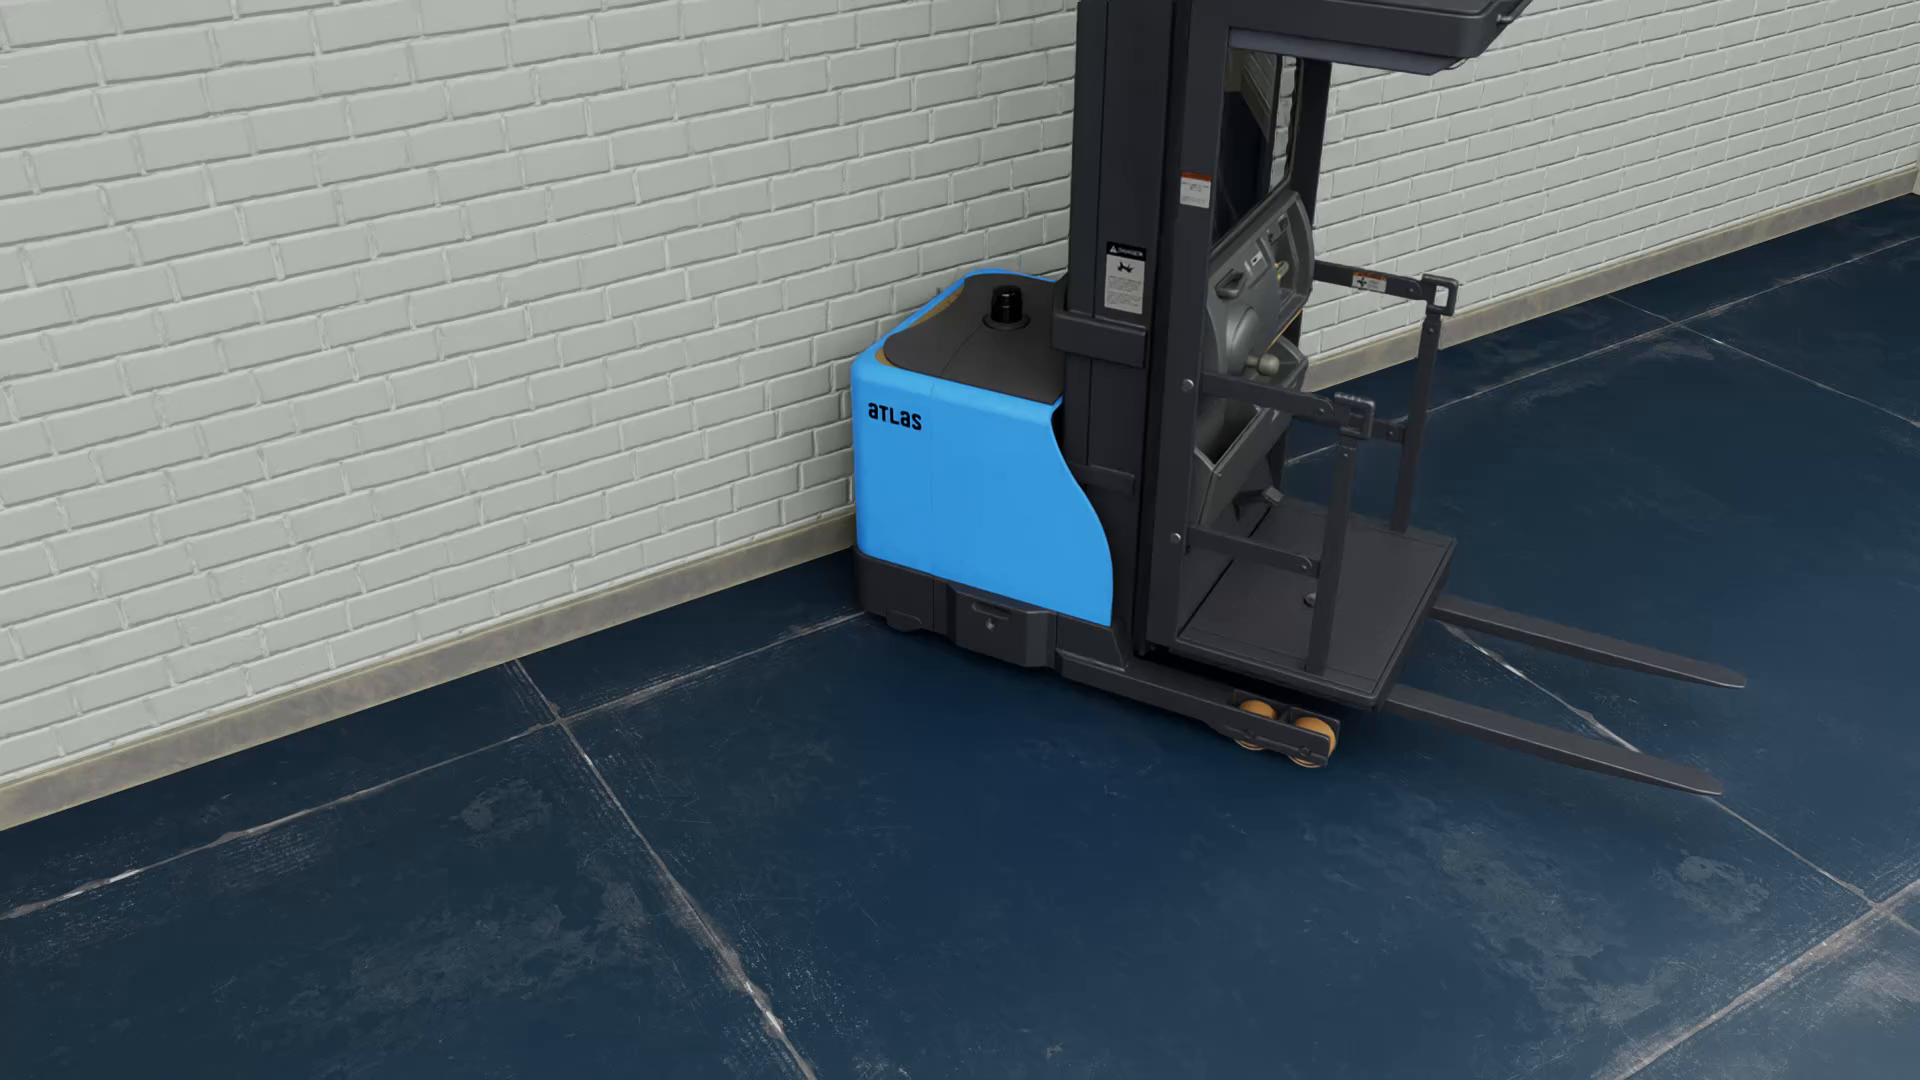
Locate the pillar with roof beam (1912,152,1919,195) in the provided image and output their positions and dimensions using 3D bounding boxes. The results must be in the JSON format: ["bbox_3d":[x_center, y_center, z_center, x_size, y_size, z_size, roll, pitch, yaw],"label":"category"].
[{"bbox_3d":[8.342,-3.992,4.643,0.400,9.000,9.100,-19,37,-27],"label":"pillar with roof beam"}]

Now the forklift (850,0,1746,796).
[{"bbox_3d":[1.151,-0.806,5.280,3.031,2.935,1.130,16,36,23],"label":"forklift"}]

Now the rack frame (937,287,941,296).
[{"bbox_3d":[0.004,-0.487,6.579,0.008,1.050,0.200,-22,37,-24],"label":"rack frame"}]

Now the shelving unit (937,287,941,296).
[{"bbox_3d":[0.108,-0.528,6.629,0.252,1.050,0.215,-22,37,-24],"label":"shelving unit"}]
